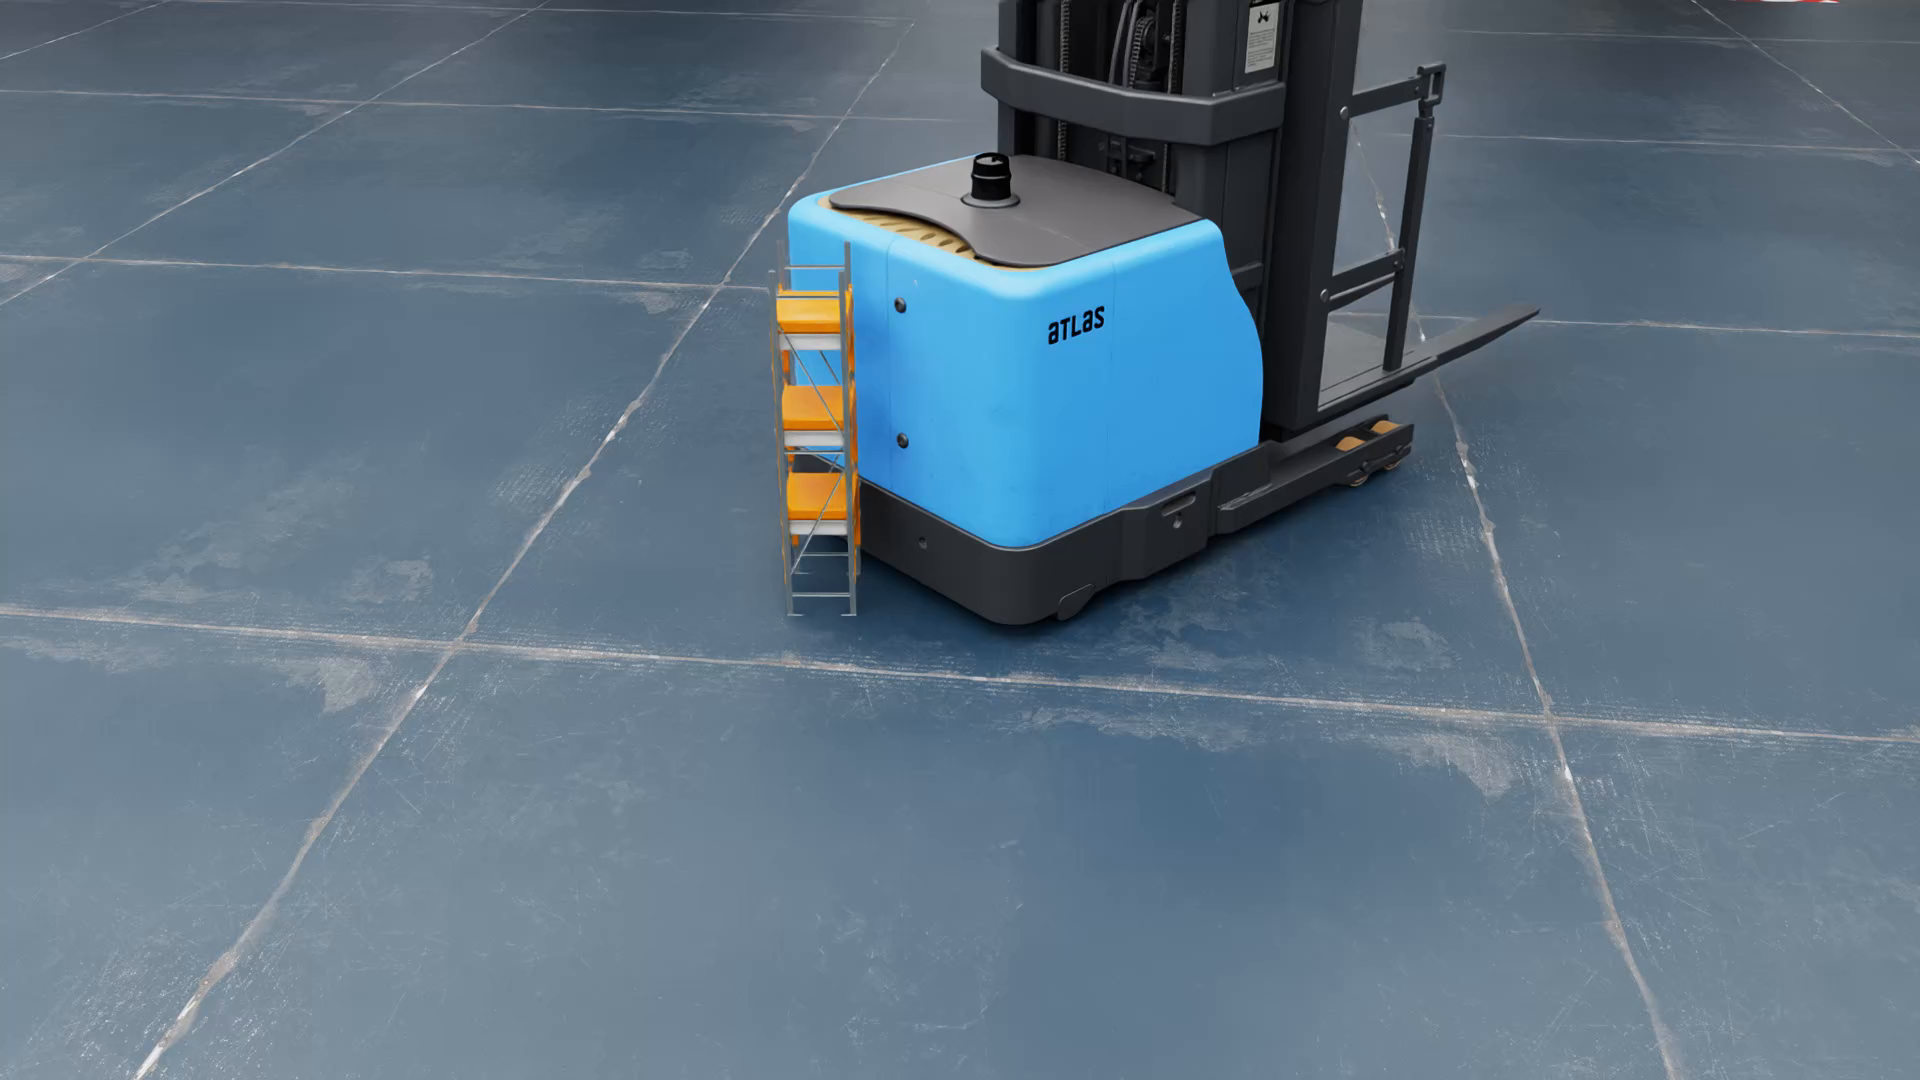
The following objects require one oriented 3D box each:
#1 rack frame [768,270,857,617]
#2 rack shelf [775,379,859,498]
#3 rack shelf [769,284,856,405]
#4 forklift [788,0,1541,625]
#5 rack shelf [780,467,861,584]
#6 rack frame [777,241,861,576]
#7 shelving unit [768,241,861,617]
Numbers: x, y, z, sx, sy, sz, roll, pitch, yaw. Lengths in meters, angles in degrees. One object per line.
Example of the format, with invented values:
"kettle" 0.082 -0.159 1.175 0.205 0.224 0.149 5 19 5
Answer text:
"rack frame" -0.401 -0.240 4.589 0.200 1.050 0.008 0 28 0
"rack shelf" -0.401 -0.289 4.701 0.215 0.259 0.240 0 28 0
"rack shelf" -0.401 -0.538 4.566 0.215 0.259 0.240 0 28 0
"forklift" 0.914 -1.633 5.192 3.031 2.935 1.130 -23 36 -36
"rack shelf" -0.401 -0.044 4.833 0.215 0.259 0.240 0 28 0
"rack frame" -0.401 -0.356 4.803 0.200 1.050 0.008 0 28 0
"shelving unit" -0.401 -0.298 4.696 0.215 1.050 0.252 0 28 0
